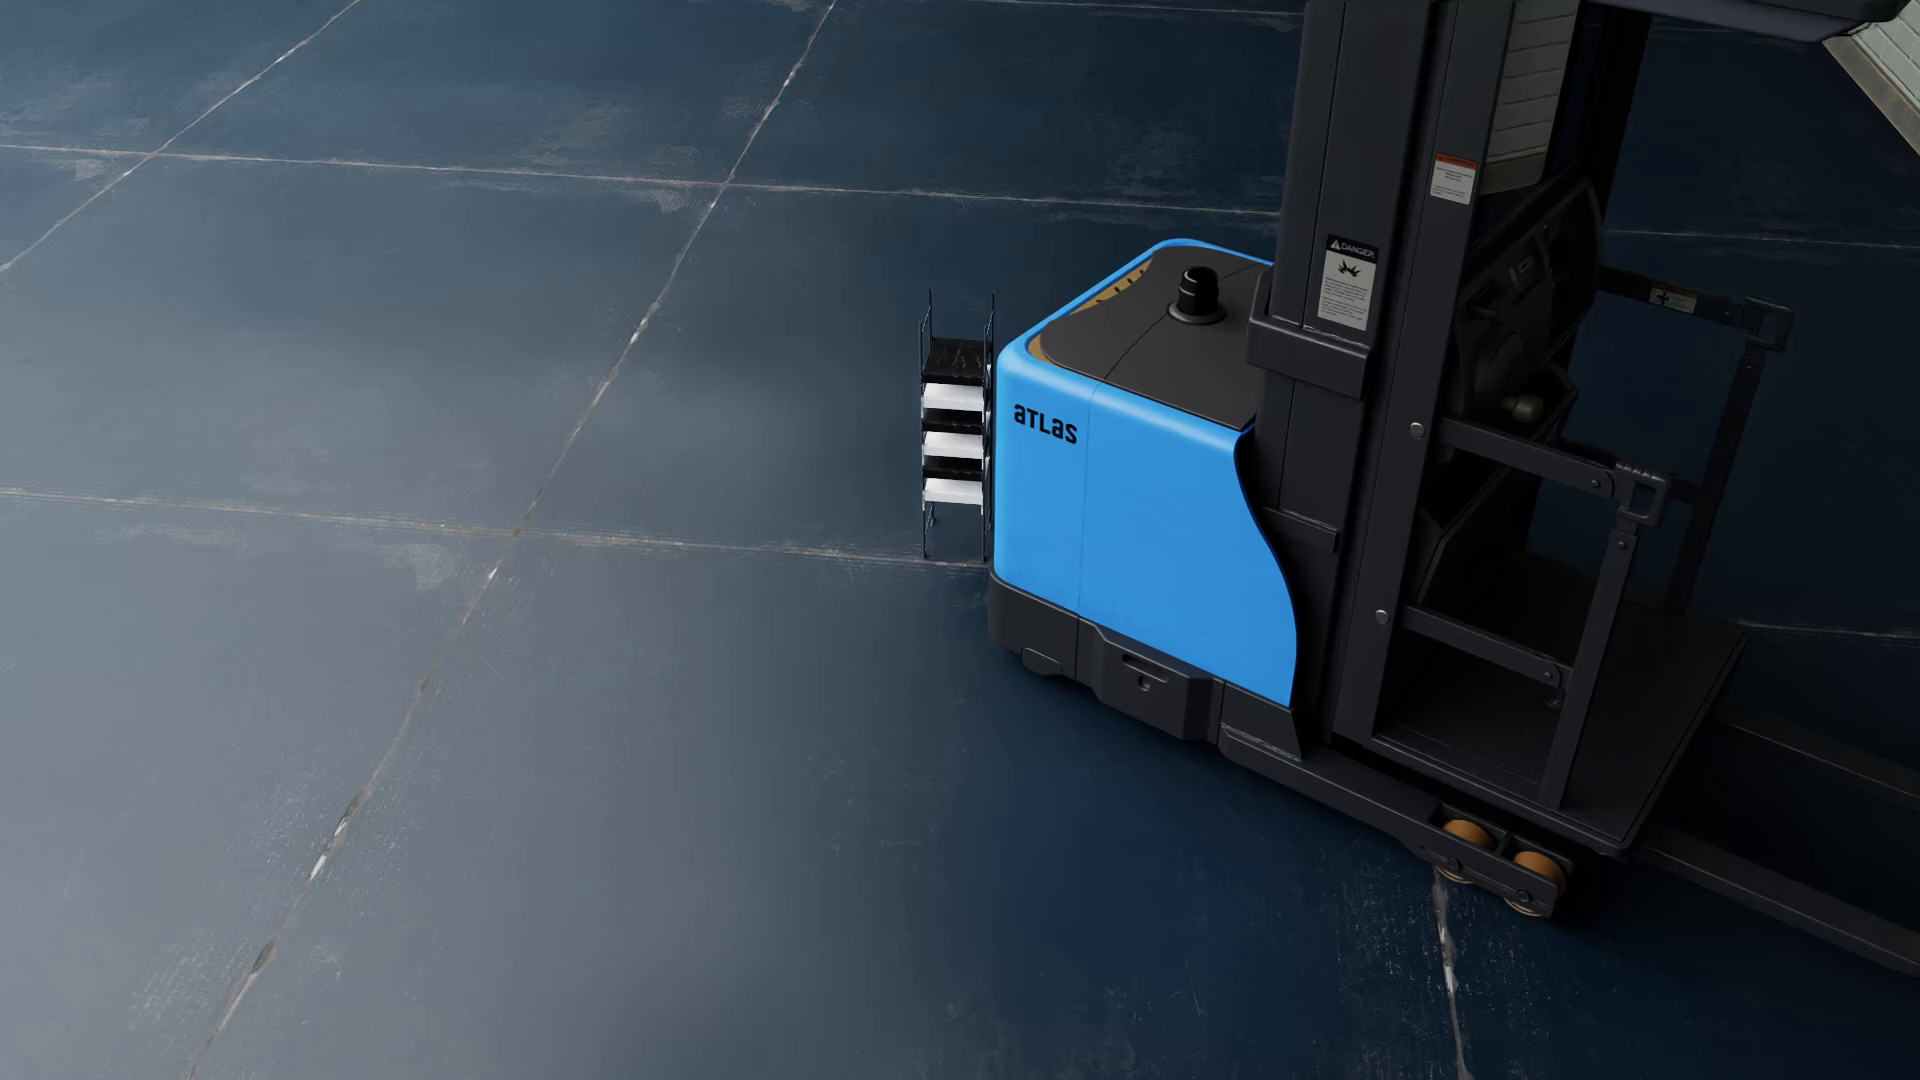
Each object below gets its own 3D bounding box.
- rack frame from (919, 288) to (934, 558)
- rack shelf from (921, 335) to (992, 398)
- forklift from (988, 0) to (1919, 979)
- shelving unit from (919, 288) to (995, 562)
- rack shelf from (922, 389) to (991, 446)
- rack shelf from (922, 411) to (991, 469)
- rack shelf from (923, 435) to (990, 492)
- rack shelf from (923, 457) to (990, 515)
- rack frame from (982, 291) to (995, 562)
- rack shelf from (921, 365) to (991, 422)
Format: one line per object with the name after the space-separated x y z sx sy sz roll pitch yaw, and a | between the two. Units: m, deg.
-0.109 -0.374 5.500 0.006 0.900 0.240 4 36 6 | rack frame
-0.008 -0.560 5.352 0.200 0.077 0.258 4 36 6 | rack shelf
1.573 -0.559 4.010 3.031 2.935 1.130 23 42 29 | forklift
-0.008 -0.367 5.489 0.210 0.900 0.258 4 36 6 | shelving unit
-0.008 -0.413 5.457 0.200 0.077 0.258 4 36 6 | rack shelf
-0.008 -0.340 5.509 0.200 0.077 0.258 4 36 6 | rack shelf
-0.008 -0.267 5.561 0.200 0.077 0.258 4 36 6 | rack shelf
-0.008 -0.193 5.613 0.200 0.077 0.258 4 36 6 | rack shelf
0.093 -0.359 5.479 0.006 0.900 0.240 4 36 6 | rack frame
-0.008 -0.486 5.404 0.200 0.077 0.258 4 36 6 | rack shelf
